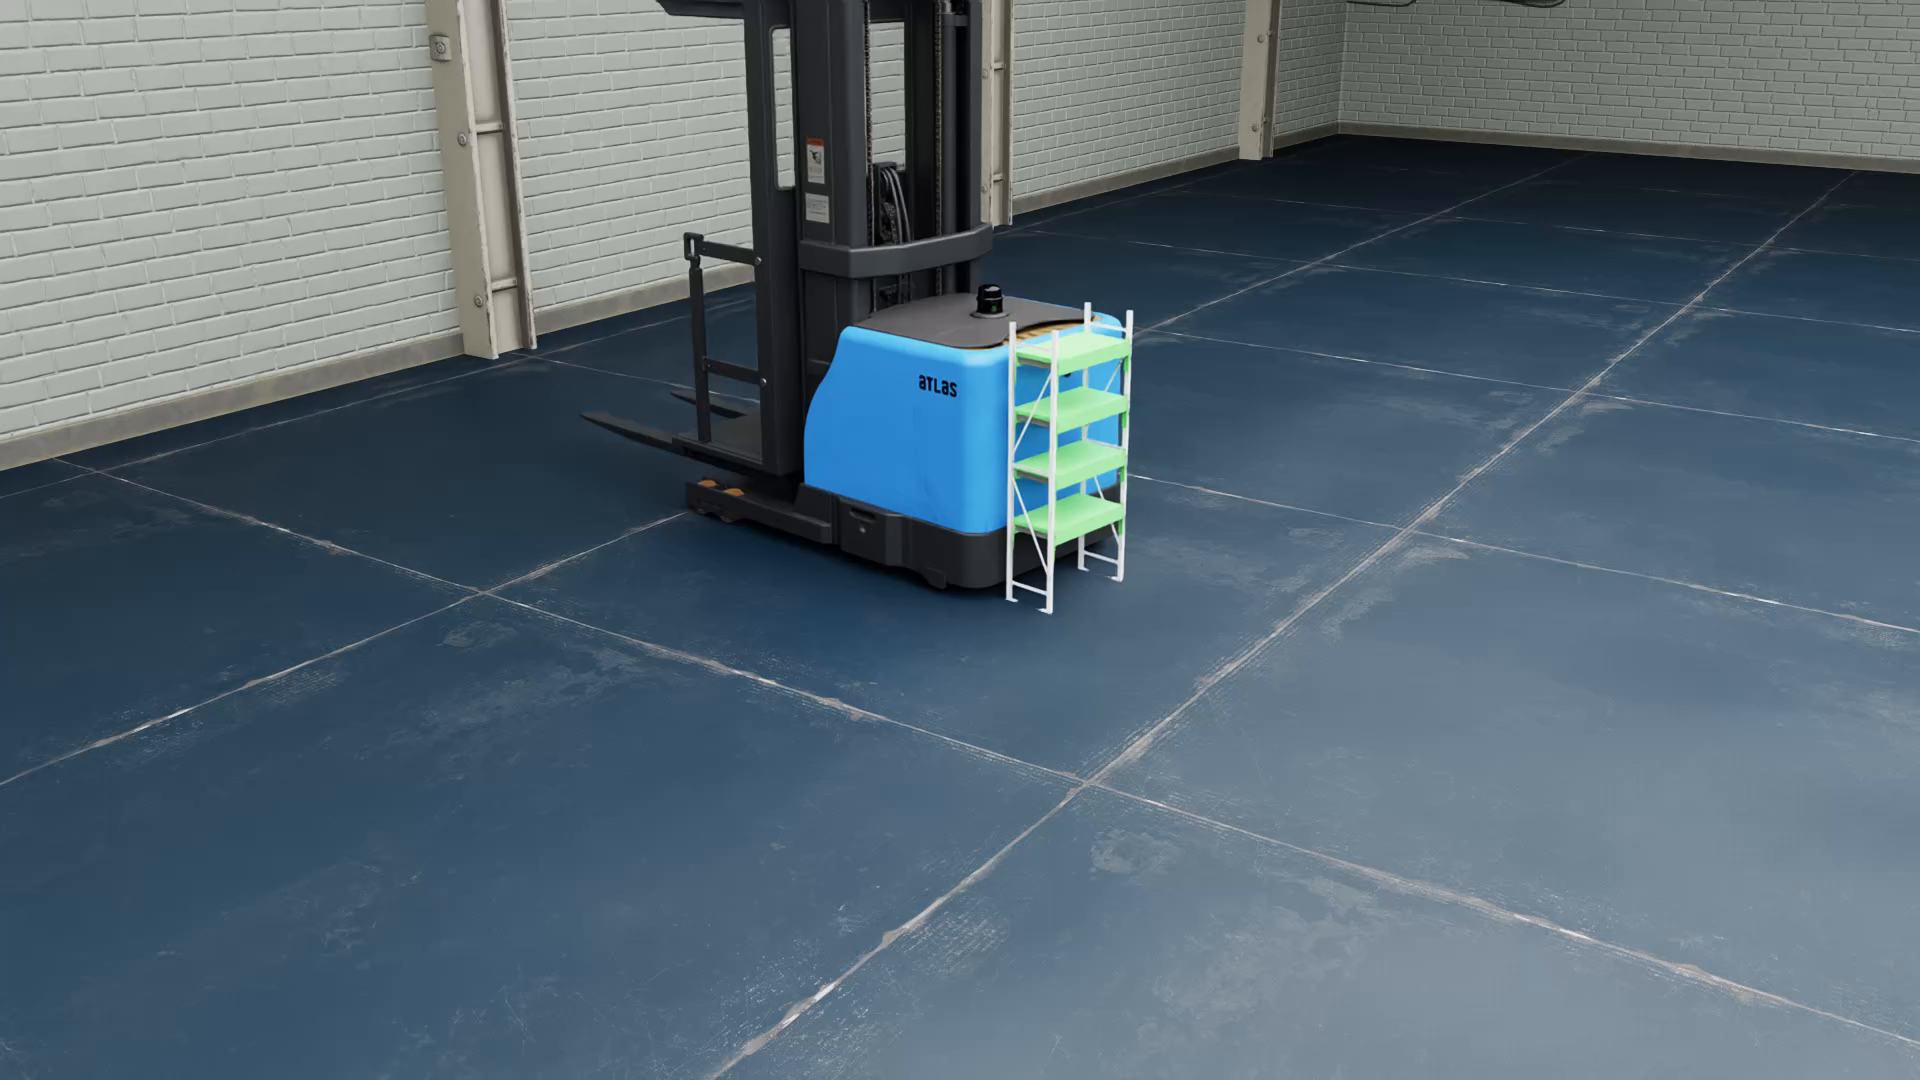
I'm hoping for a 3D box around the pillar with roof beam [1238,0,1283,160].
[{"bbox_3d":[7.200,-8.104,16.703,9.100,9.000,0.400,13,24,32],"label":"pillar with roof beam"}]

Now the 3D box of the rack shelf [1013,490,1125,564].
[{"bbox_3d":[0.455,-0.061,7.075,0.258,0.148,0.480,17,27,39],"label":"rack shelf"}]

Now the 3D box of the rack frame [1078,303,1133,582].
[{"bbox_3d":[0.619,-0.408,7.139,0.240,1.200,0.015,17,27,39],"label":"rack frame"}]

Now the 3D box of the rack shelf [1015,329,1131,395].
[{"bbox_3d":[0.456,-0.736,6.825,0.258,0.148,0.480,17,27,39],"label":"rack shelf"}]

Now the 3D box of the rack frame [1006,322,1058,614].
[{"bbox_3d":[0.292,-0.283,6.800,0.240,1.200,0.015,17,27,39],"label":"rack frame"}]

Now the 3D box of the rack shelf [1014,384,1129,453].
[{"bbox_3d":[0.456,-0.511,6.909,0.258,0.148,0.480,17,27,39],"label":"rack shelf"}]

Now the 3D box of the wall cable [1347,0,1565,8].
[{"bbox_3d":[6.390,-8.075,21.099,3.097,2.526,0.112,13,24,32],"label":"wall cable"}]

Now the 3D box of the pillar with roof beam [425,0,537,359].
[{"bbox_3d":[0.455,-4.661,7.395,9.100,9.000,0.400,13,24,32],"label":"pillar with roof beam"}]

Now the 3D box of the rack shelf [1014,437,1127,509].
[{"bbox_3d":[0.455,-0.286,6.992,0.258,0.148,0.480,17,27,39],"label":"rack shelf"}]

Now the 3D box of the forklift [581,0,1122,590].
[{"bbox_3d":[-0.698,-1.575,7.798,3.031,2.935,1.130,17,27,39],"label":"forklift"}]

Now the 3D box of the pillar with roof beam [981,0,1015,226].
[{"bbox_3d":[3.827,-6.383,12.049,9.100,9.000,0.400,13,24,32],"label":"pillar with roof beam"}]

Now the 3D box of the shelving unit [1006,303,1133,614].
[{"bbox_3d":[0.455,-0.346,6.970,0.258,1.200,0.503,17,27,39],"label":"shelving unit"}]
